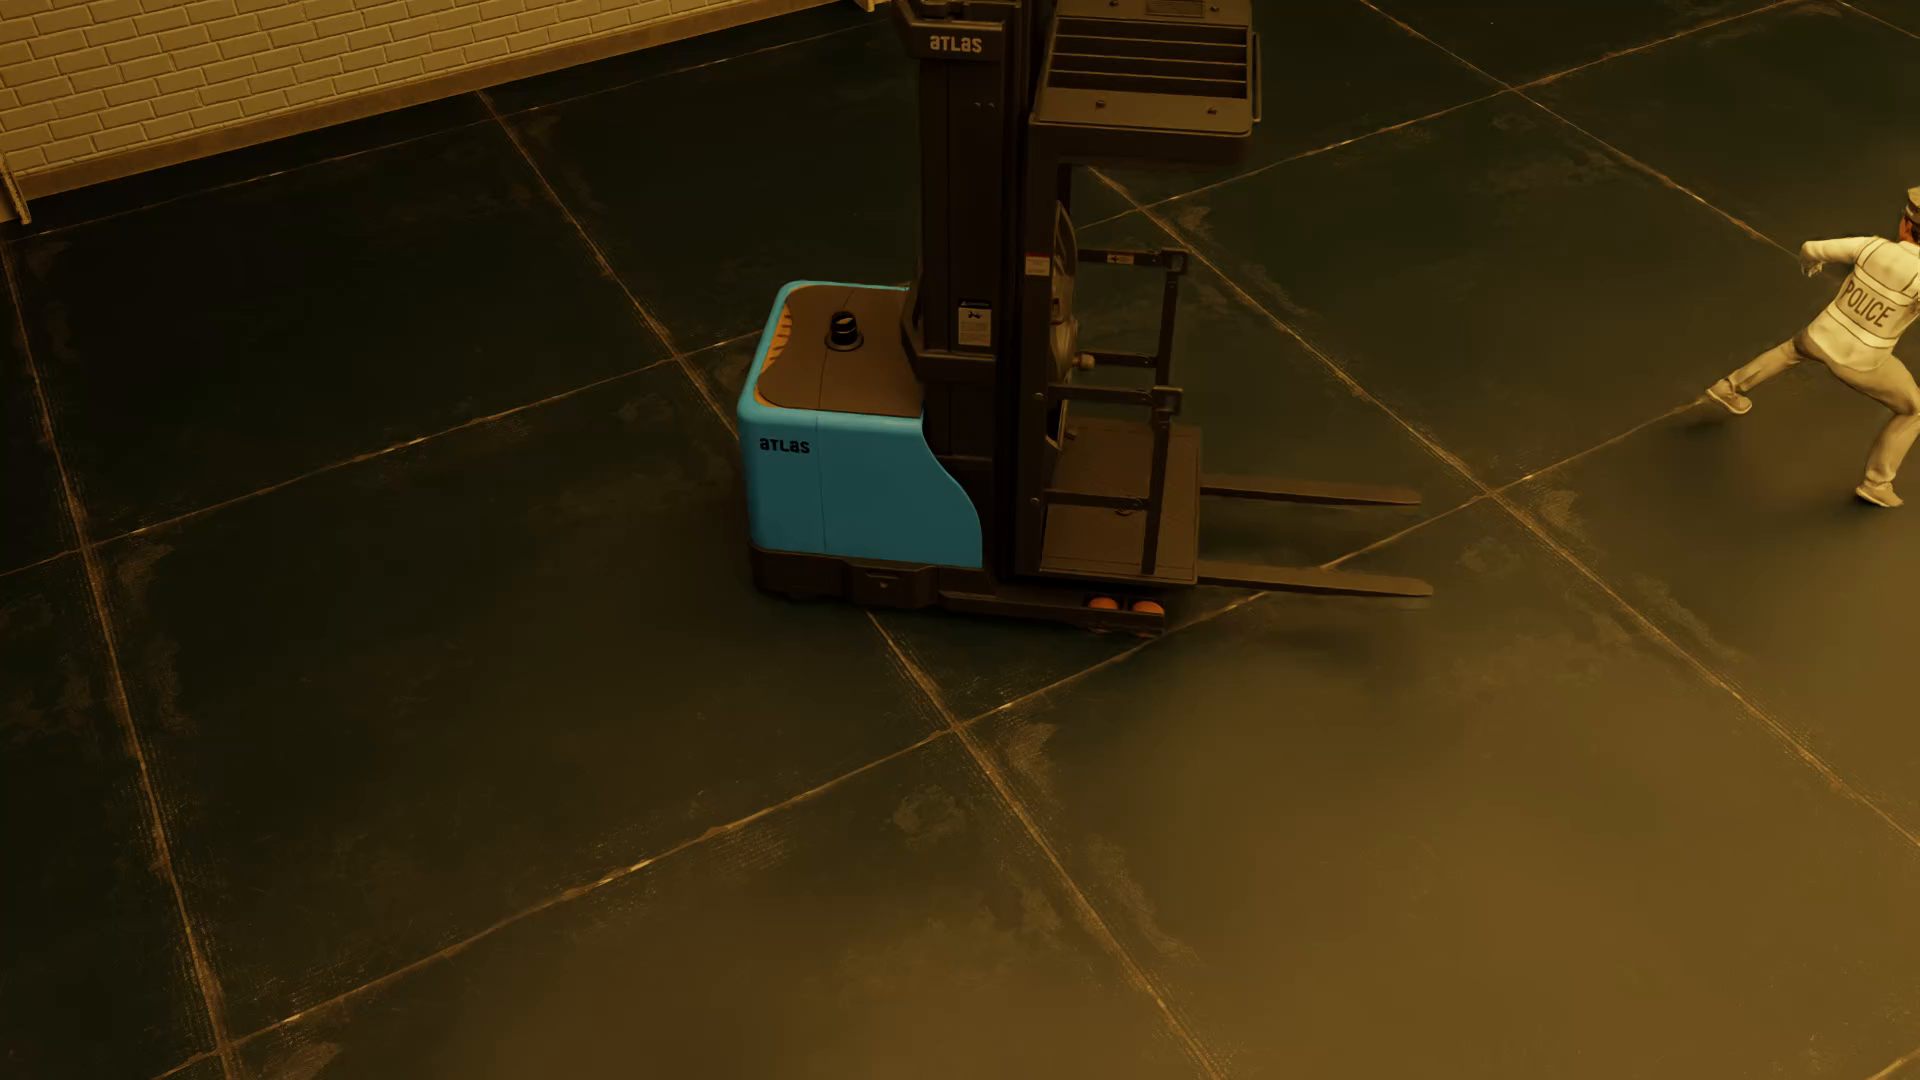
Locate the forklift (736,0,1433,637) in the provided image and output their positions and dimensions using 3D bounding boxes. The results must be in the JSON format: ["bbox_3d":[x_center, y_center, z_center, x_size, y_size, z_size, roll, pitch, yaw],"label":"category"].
[{"bbox_3d":[0.609,-1.028,6.806,3.031,2.935,1.130,5,43,5],"label":"forklift"}]

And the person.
[{"bbox_3d":[4.223,-0.883,7.745,0.472,1.566,1.099,-20,46,-20],"label":"person"}]
